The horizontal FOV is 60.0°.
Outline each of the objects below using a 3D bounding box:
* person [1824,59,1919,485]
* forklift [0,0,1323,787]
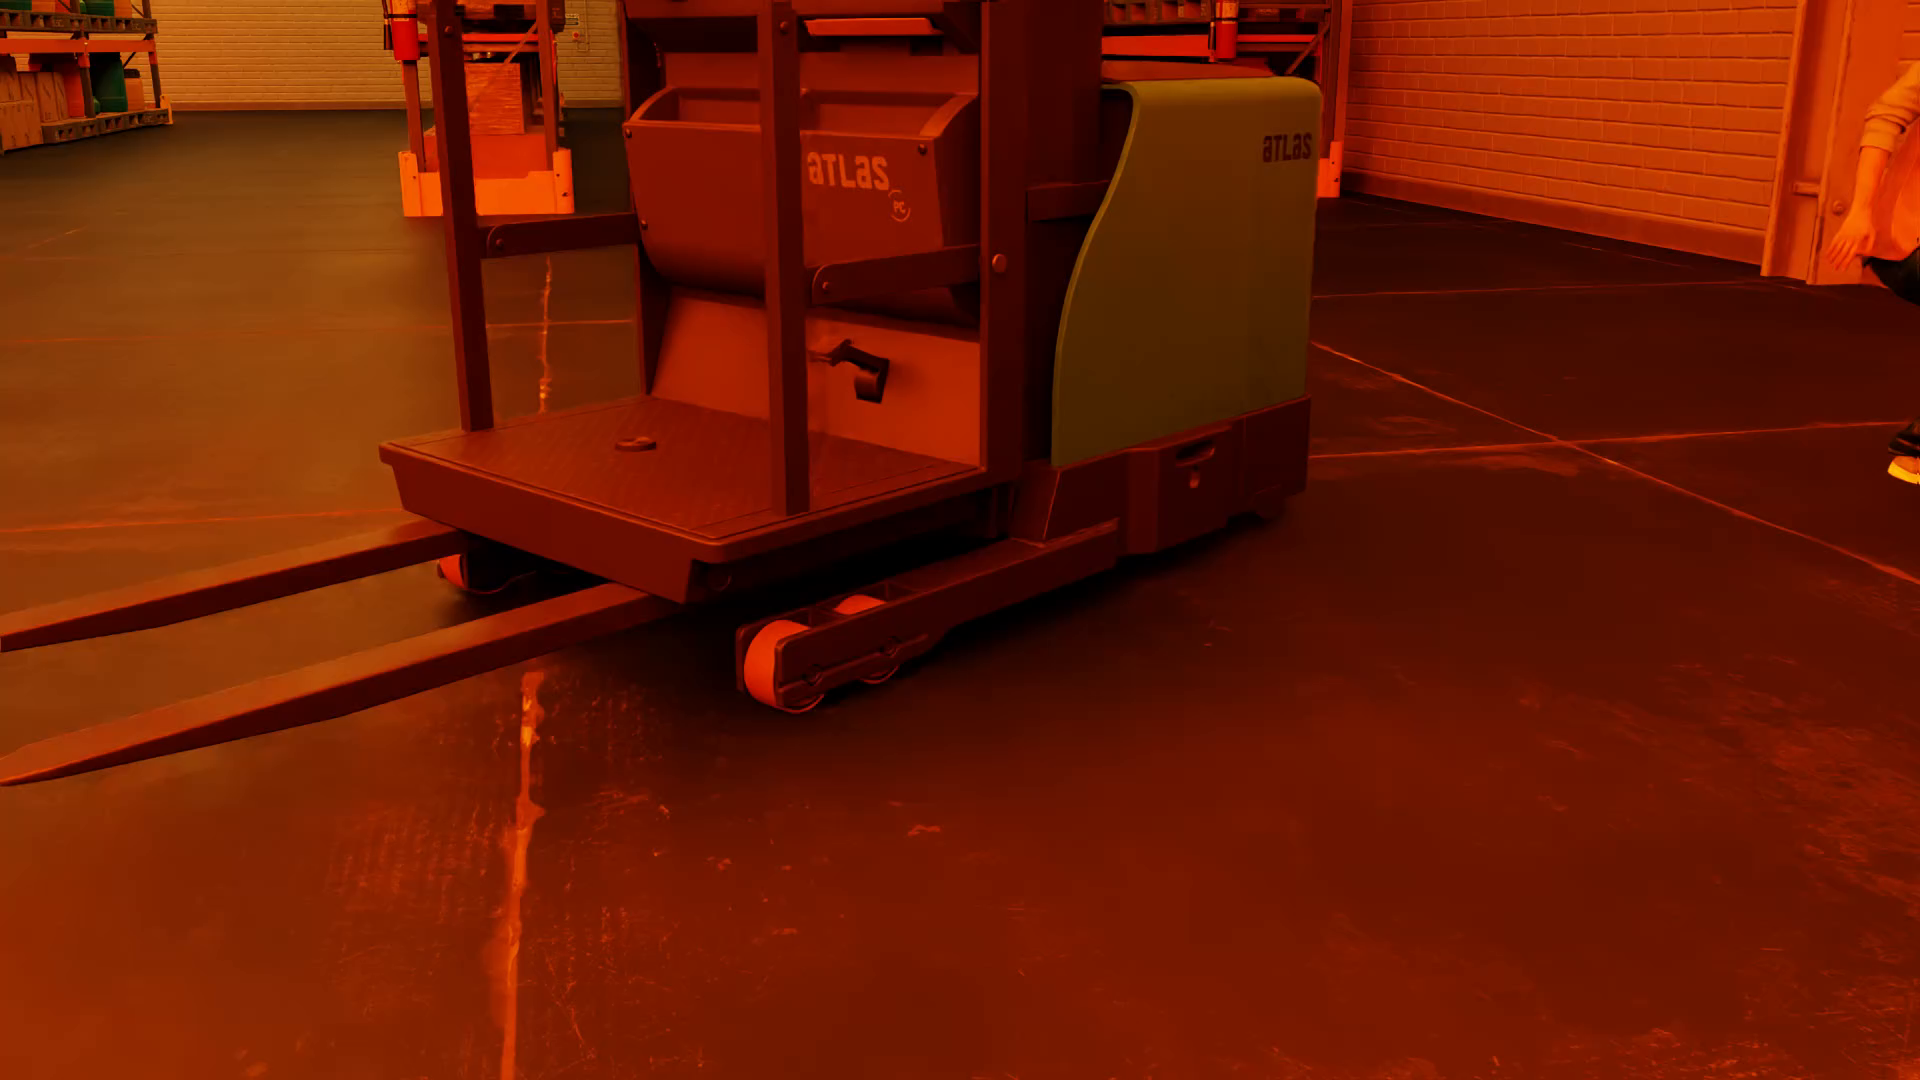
[{"bbox_3d":[2.446,-0.698,3.860,0.649,1.356,0.641,-14,21,-38],"label":"person"},{"bbox_3d":[-0.484,-1.257,3.100,1.130,2.935,3.031,14,22,40],"label":"forklift"}]
